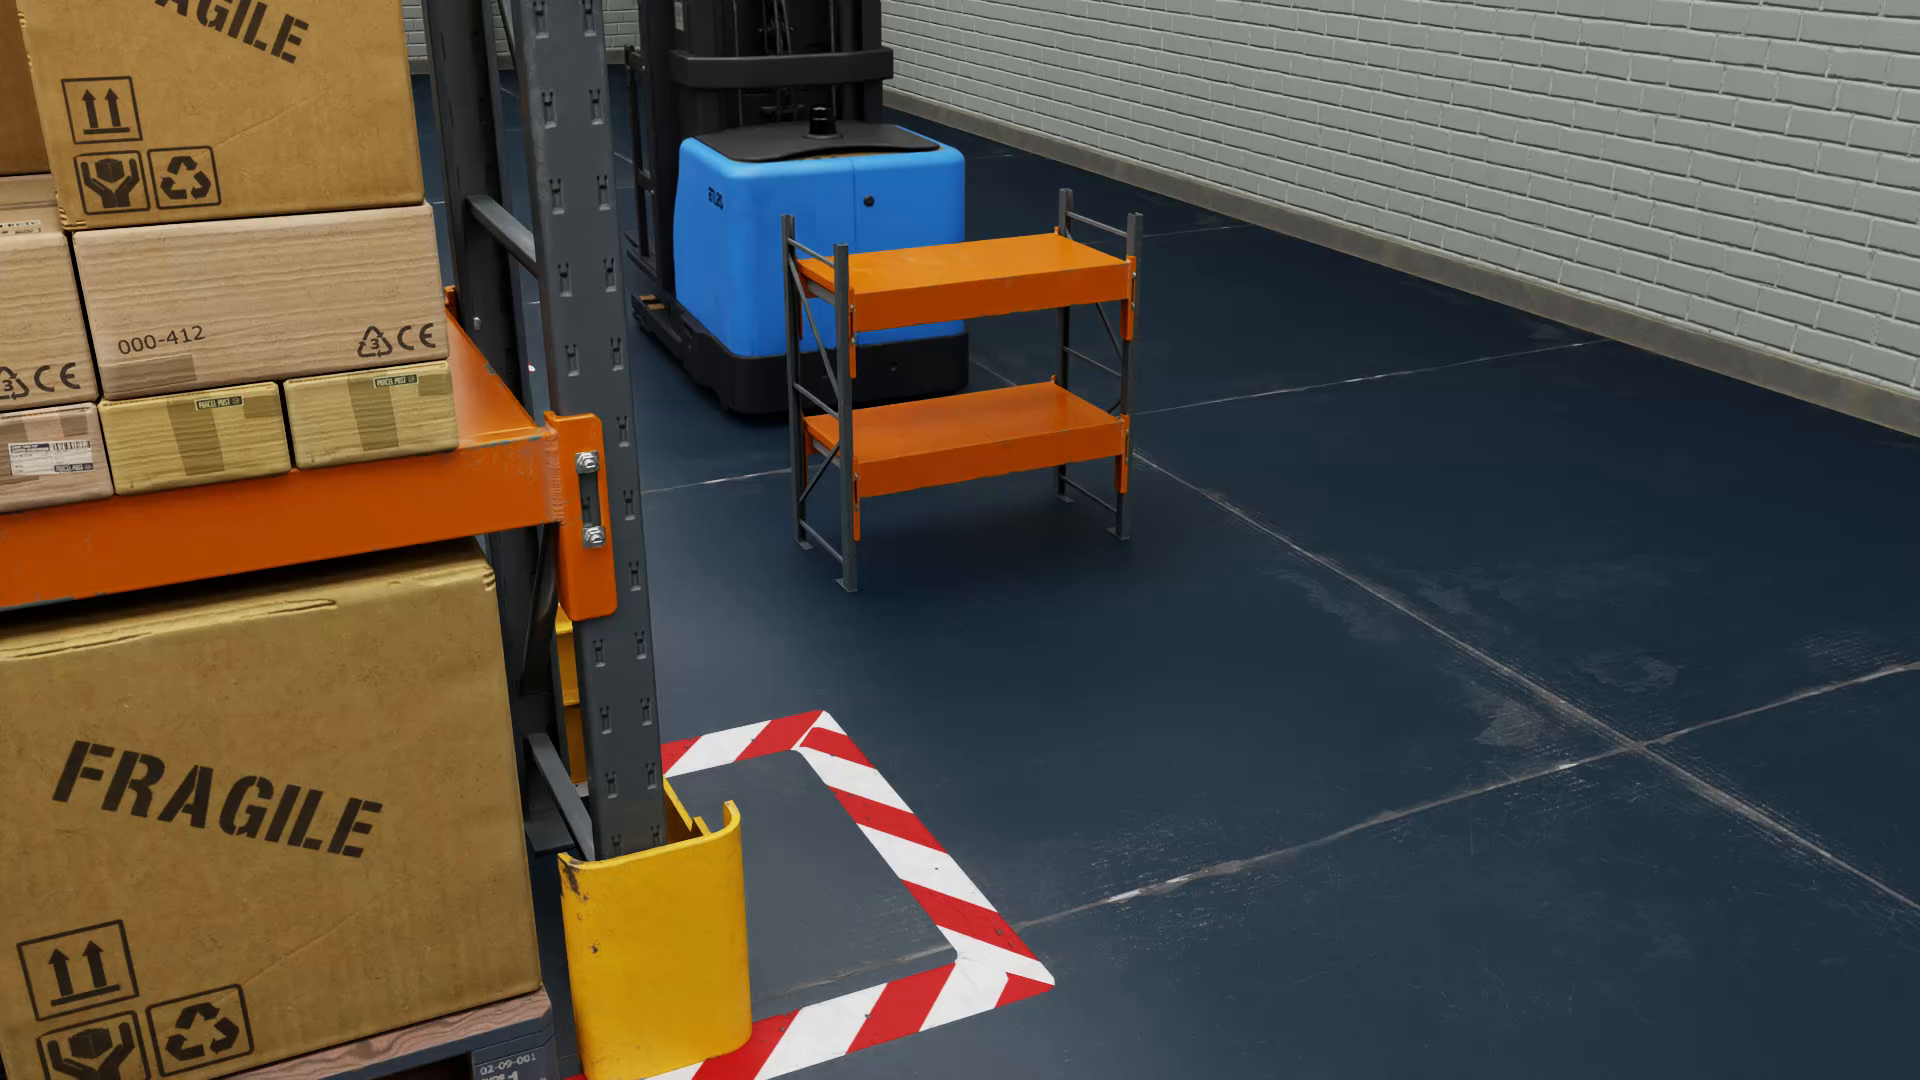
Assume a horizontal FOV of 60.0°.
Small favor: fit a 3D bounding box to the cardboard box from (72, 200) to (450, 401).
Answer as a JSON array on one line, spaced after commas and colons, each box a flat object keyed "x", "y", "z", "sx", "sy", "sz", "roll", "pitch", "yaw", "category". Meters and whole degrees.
[{"x": -1.148, "y": -0.446, "z": 2.713, "sx": 0.500, "sy": 0.250, "sz": 0.500, "roll": -11, "pitch": 25, "yaw": -24, "category": "cardboard box"}]

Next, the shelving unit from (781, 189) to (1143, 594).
[{"x": 0.006, "y": -0.521, "z": 5.538, "sx": 1.048, "sy": 1.125, "sz": 0.538, "roll": -10, "pitch": 25, "yaw": -24, "category": "shelving unit"}]

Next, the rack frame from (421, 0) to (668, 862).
[{"x": -0.826, "y": -0.550, "z": 3.156, "sx": 0.127, "sy": 3.000, "sz": 1.000, "roll": -10, "pitch": 25, "yaw": -24, "category": "rack frame"}]

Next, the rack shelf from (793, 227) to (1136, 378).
[{"x": 0.006, "y": -0.791, "z": 5.426, "sx": 1.000, "sy": 0.278, "sz": 0.538, "roll": -10, "pitch": 25, "yaw": -24, "category": "rack shelf"}]

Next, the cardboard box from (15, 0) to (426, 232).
[{"x": -1.151, "y": -0.793, "z": 2.571, "sx": 0.500, "sy": 0.500, "sz": 0.500, "roll": -10, "pitch": 25, "yaw": -23, "category": "cardboard box"}]

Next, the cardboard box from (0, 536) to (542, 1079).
[{"x": -1.368, "y": 0.372, "z": 3.159, "sx": 0.875, "sy": 0.875, "sz": 0.875, "roll": -10, "pitch": 25, "yaw": -24, "category": "cardboard box"}]

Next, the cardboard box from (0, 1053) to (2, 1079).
[{"x": -2.188, "y": 0.523, "z": 2.795, "sx": 0.875, "sy": 0.875, "sz": 0.875, "roll": -10, "pitch": 25, "yaw": -24, "category": "cardboard box"}]

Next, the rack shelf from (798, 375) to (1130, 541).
[{"x": 0.006, "y": -0.295, "z": 5.631, "sx": 1.000, "sy": 0.278, "sz": 0.538, "roll": -10, "pitch": 25, "yaw": -24, "category": "rack shelf"}]

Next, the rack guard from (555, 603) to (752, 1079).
[{"x": -0.805, "y": 0.601, "z": 3.644, "sx": 0.348, "sy": 0.500, "sz": 1.175, "roll": -10, "pitch": 25, "yaw": -24, "category": "rack guard"}]

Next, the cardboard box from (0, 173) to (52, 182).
[{"x": -1.841, "y": -0.543, "z": 2.947, "sx": 0.500, "sy": 0.250, "sz": 0.500, "roll": -11, "pitch": 25, "yaw": -24, "category": "cardboard box"}]

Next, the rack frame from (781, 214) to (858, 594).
[{"x": -0.452, "y": -0.437, "z": 5.334, "sx": 0.032, "sy": 1.125, "sz": 0.500, "roll": -10, "pitch": 25, "yaw": -24, "category": "rack frame"}]

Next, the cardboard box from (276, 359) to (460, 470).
[{"x": -1.004, "y": -0.261, "z": 2.788, "sx": 0.250, "sy": 0.149, "sz": 0.380, "roll": -10, "pitch": 24, "yaw": -23, "category": "cardboard box"}]

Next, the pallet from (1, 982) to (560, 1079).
[{"x": -1.513, "y": 0.898, "z": 3.304, "sx": 1.213, "sy": 0.211, "sz": 1.003, "roll": -10, "pitch": 25, "yaw": -24, "category": "pallet"}]

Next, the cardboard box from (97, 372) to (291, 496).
[{"x": -1.238, "y": -0.218, "z": 2.682, "sx": 0.250, "sy": 0.149, "sz": 0.380, "roll": -10, "pitch": 25, "yaw": -23, "category": "cardboard box"}]

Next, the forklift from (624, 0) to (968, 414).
[{"x": -0.995, "y": -2.400, "z": 7.717, "sx": 1.130, "sy": 2.935, "sz": 3.031, "roll": -9, "pitch": 24, "yaw": -21, "category": "forklift"}]

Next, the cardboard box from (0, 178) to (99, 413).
[{"x": -1.605, "y": -0.362, "z": 2.510, "sx": 0.500, "sy": 0.250, "sz": 0.500, "roll": -11, "pitch": 25, "yaw": -25, "category": "cardboard box"}]

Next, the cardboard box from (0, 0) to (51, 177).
[{"x": -1.826, "y": -0.895, "z": 2.817, "sx": 0.500, "sy": 0.500, "sz": 0.500, "roll": -11, "pitch": 25, "yaw": -25, "category": "cardboard box"}]

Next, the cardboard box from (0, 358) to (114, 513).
[{"x": -1.466, "y": -0.176, "z": 2.582, "sx": 0.250, "sy": 0.149, "sz": 0.380, "roll": -10, "pitch": 25, "yaw": -23, "category": "cardboard box"}]

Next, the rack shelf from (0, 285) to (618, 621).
[{"x": -2.628, "y": 0.114, "z": 2.493, "sx": 4.000, "sy": 0.370, "sz": 1.077, "roll": -10, "pitch": 25, "yaw": -24, "category": "rack shelf"}]

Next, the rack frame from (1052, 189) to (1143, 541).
[{"x": 0.464, "y": -0.605, "z": 5.741, "sx": 0.032, "sy": 1.125, "sz": 0.500, "roll": -10, "pitch": 25, "yaw": -24, "category": "rack frame"}]
